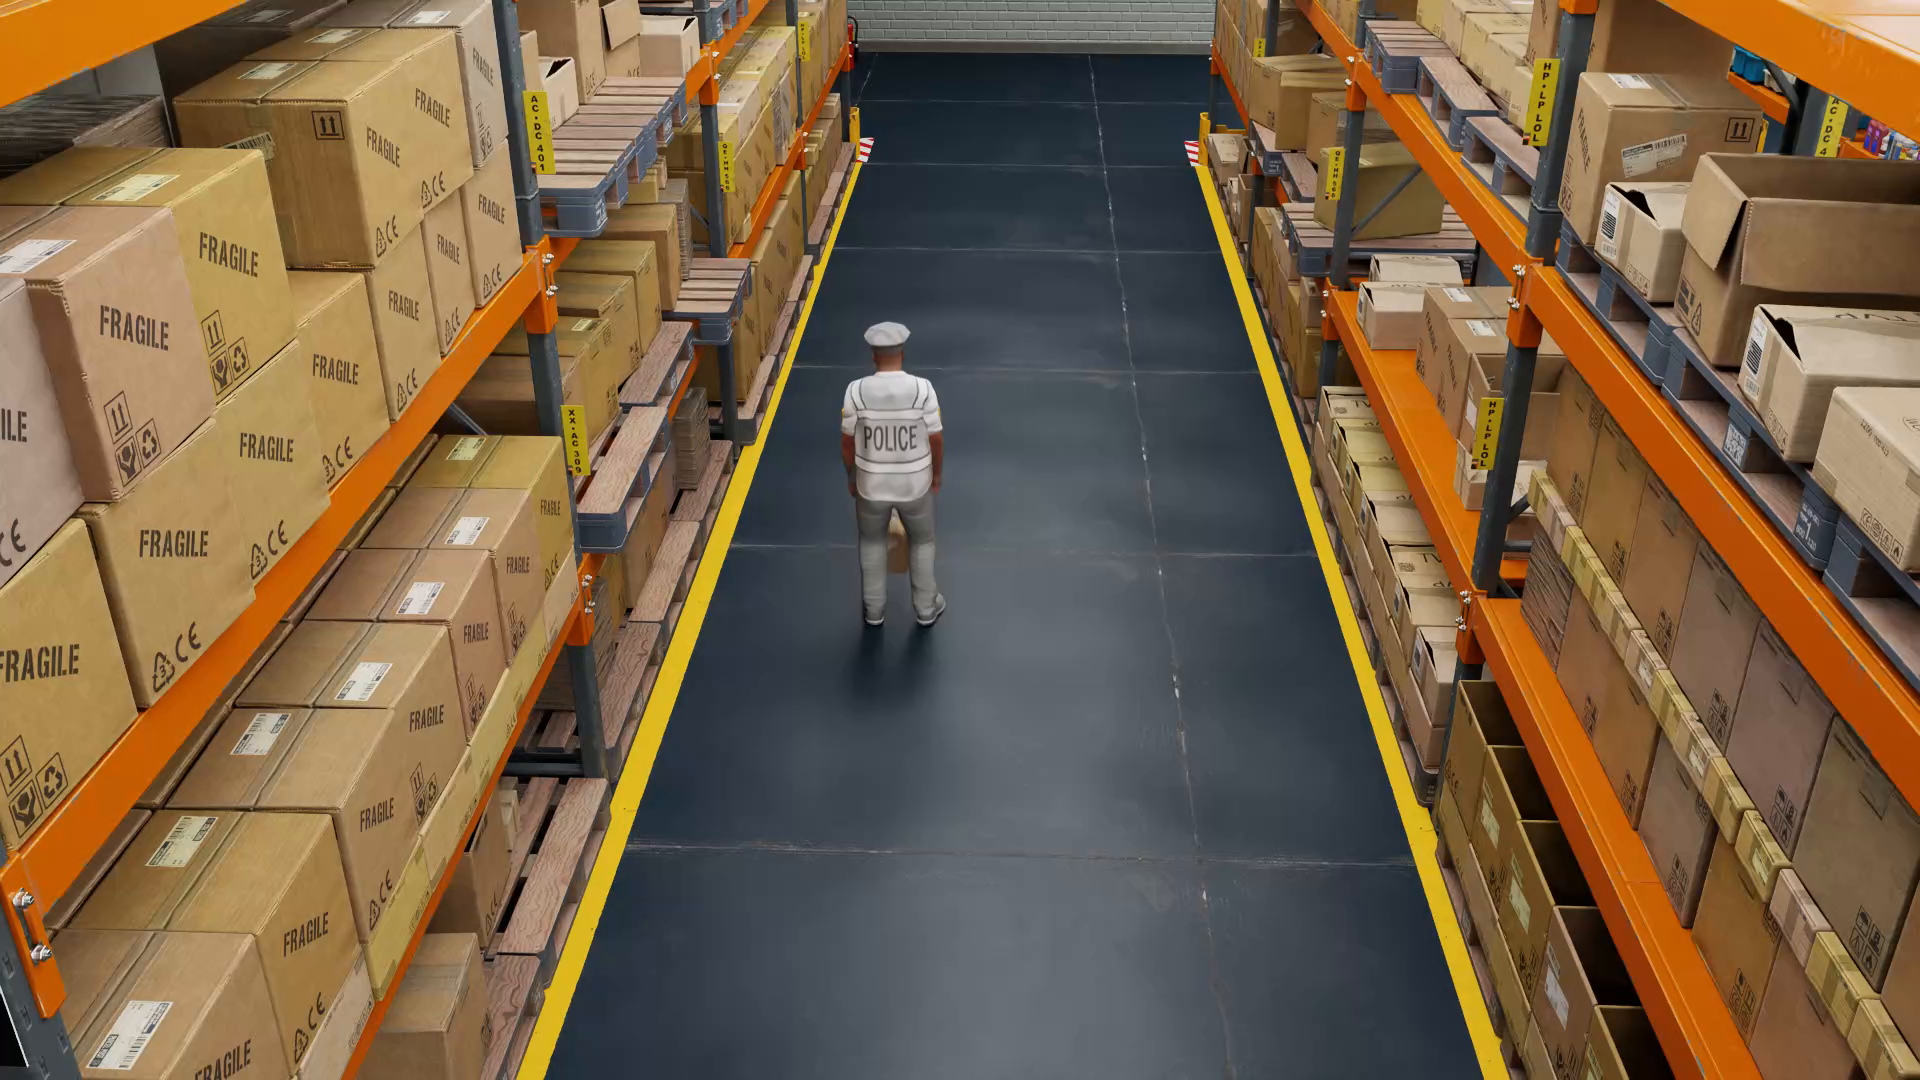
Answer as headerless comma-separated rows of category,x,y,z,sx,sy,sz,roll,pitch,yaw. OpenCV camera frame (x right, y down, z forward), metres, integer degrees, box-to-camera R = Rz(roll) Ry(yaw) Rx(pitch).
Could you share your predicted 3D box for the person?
person,-0.374,-0.323,9.226,0.593,1.746,0.443,0,28,-1
